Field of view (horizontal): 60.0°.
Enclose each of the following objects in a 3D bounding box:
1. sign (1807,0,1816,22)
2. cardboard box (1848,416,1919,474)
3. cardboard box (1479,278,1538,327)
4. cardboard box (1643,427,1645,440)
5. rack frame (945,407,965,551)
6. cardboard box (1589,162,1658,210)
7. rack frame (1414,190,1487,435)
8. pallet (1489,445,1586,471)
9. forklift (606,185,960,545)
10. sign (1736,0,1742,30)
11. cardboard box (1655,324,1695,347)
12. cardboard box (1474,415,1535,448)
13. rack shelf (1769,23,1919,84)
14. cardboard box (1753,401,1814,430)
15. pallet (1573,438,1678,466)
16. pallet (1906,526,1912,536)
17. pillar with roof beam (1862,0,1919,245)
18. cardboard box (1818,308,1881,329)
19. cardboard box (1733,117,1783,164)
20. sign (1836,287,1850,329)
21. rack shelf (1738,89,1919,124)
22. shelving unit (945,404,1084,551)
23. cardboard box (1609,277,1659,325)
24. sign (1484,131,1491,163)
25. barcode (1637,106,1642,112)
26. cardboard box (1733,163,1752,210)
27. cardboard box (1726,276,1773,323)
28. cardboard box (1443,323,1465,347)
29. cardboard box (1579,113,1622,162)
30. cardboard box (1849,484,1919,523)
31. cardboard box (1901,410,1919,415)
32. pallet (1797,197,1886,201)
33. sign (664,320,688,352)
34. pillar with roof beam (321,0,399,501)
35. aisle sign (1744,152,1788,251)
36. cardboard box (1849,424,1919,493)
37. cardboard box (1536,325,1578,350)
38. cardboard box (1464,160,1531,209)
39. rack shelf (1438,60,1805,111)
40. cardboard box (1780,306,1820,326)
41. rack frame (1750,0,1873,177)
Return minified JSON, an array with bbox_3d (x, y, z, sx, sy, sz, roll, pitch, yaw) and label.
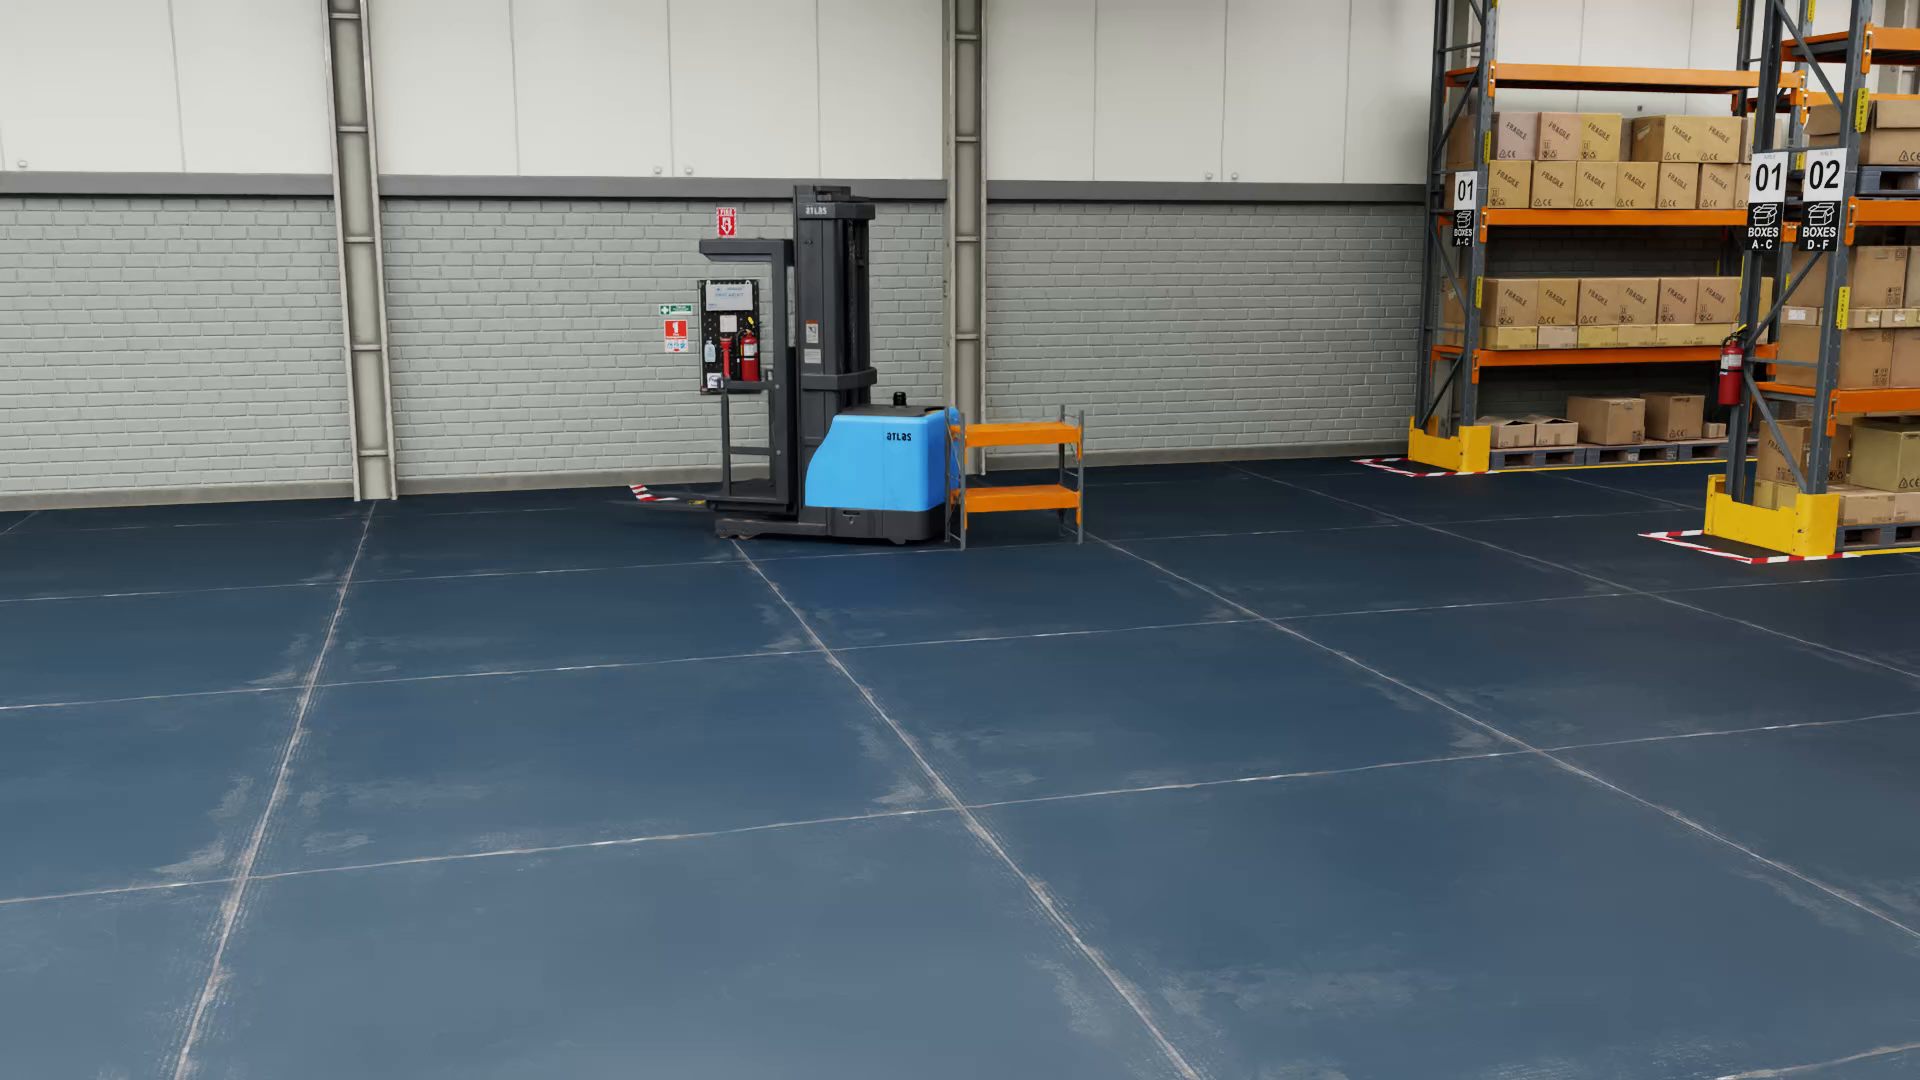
[{"bbox_3d":[9.351,-5.866,18.256,0.005,0.325,0.100,-3,11,-16],"label":"sign"},{"bbox_3d":[8.152,-0.804,14.492,0.500,0.500,0.500,-3,11,-16],"label":"cardboard box"},{"bbox_3d":[5.919,-2.587,18.100,0.500,0.500,0.500,-3,11,-16],"label":"cardboard box"},{"bbox_3d":[7.676,-1.249,19.206,0.250,0.149,0.380,-4,11,-21],"label":"cardboard box"},{"bbox_3d":[-0.041,-0.504,13.677,0.032,1.125,0.500,-3,11,-16],"label":"rack frame"},{"bbox_3d":[7.299,-3.896,18.310,0.500,0.500,0.500,-2,11,-12],"label":"cardboard box"},{"bbox_3d":[5.376,-2.310,18.309,0.127,3.000,1.000,-3,11,-16],"label":"rack frame"},{"bbox_3d":[6.239,-0.977,18.772,1.213,0.211,1.003,-3,11,-16],"label":"pallet"},{"bbox_3d":[-1.575,-1.534,14.283,3.031,2.935,1.130,3,11,17],"label":"forklift"},{"bbox_3d":[9.056,-6.096,19.289,0.005,0.325,0.100,-3,11,-16],"label":"sign"},{"bbox_3d":[7.888,-2.320,18.722,0.500,0.250,0.500,-3,11,-16],"label":"cardboard box"},{"bbox_3d":[6.066,-1.223,18.617,0.500,0.311,0.500,-4,11,-22],"label":"cardboard box"},{"bbox_3d":[8.685,-3.950,13.740,4.000,0.370,1.077,-3,11,-16],"label":"rack shelf"},{"bbox_3d":[9.919,-1.539,19.813,0.500,0.500,0.700,-3,11,-14],"label":"cardboard box"},{"bbox_3d":[7.409,-1.038,19.104,1.213,0.211,1.003,-3,11,-16],"label":"pallet"},{"bbox_3d":[8.656,-0.185,14.466,1.213,0.211,1.003,-3,11,-16],"label":"pallet"},{"bbox_3d":[12.771,-5.001,16.359,0.400,9.000,9.100,-3,11,-16],"label":"pillar with roof beam"},{"bbox_3d":[7.202,-1.800,13.469,0.250,0.149,0.380,-3,11,-16],"label":"cardboard box"},{"bbox_3d":[8.812,-4.466,18.641,0.500,0.500,0.500,-4,11,-21],"label":"cardboard box"},{"bbox_3d":[6.914,-1.817,13.021,0.005,0.325,0.100,-3,11,-16],"label":"sign"},{"bbox_3d":[11.137,-5.013,19.516,4.000,0.370,1.077,-3,11,-16],"label":"rack shelf"},{"bbox_3d":[0.446,-0.530,13.819,1.048,1.125,0.538,-3,11,-16],"label":"shelving unit"},{"bbox_3d":[7.386,-2.663,18.516,0.500,0.500,0.500,-3,11,-14],"label":"cardboard box"},{"bbox_3d":[5.528,-4.121,17.446,0.005,0.325,0.100,-3,11,-16],"label":"sign"},{"bbox_3d":[7.762,-4.926,18.989,0.075,0.075,0.001,-3,11,-16],"label":"barcode"},{"bbox_3d":[8.799,-3.978,18.753,0.500,0.500,0.500,-3,11,-14],"label":"cardboard box"},{"bbox_3d":[8.850,-2.739,18.930,0.500,0.500,0.500,-3,11,-16],"label":"cardboard box"},{"bbox_3d":[5.771,-2.303,18.632,0.500,0.250,0.500,-3,11,-15],"label":"cardboard box"},{"bbox_3d":[6.799,-4.358,18.054,0.500,0.500,0.500,-3,11,-14],"label":"cardboard box"},{"bbox_3d":[7.821,-0.318,13.921,0.500,0.250,0.500,-3,11,-16],"label":"cardboard box"},{"bbox_3d":[11.385,-1.620,20.252,0.500,0.500,0.700,-3,11,-16],"label":"cardboard box"},{"bbox_3d":[9.840,-3.908,19.223,1.003,0.211,1.213,-3,11,-16],"label":"pallet"},{"bbox_3d":[-2.897,-2.081,16.967,0.234,0.329,0.001,-3,11,-16],"label":"sign"},{"bbox_3d":[-4.512,-4.090,11.411,0.400,9.000,9.100,-3,11,-16],"label":"pillar with roof beam"},{"bbox_3d":[6.619,-2.775,13.656,0.004,0.787,0.394,-3,11,-16],"label":"aisle sign"},{"bbox_3d":[7.821,-0.686,13.852,0.500,0.500,0.500,-3,11,-16],"label":"cardboard box"},{"bbox_3d":[6.428,-2.244,18.311,0.500,0.250,0.500,-3,11,-18],"label":"cardboard box"},{"bbox_3d":[5.767,-3.818,17.882,0.500,0.500,0.500,-3,11,-14],"label":"cardboard box"},{"bbox_3d":[7.297,-5.006,18.381,4.000,0.370,1.077,-3,11,-16],"label":"rack shelf"},{"bbox_3d":[7.078,-1.870,13.849,0.250,0.149,0.380,-3,11,-17],"label":"cardboard box"},{"bbox_3d":[6.765,-4.399,13.089,0.127,3.000,1.000,-3,11,-16],"label":"rack frame"}]
